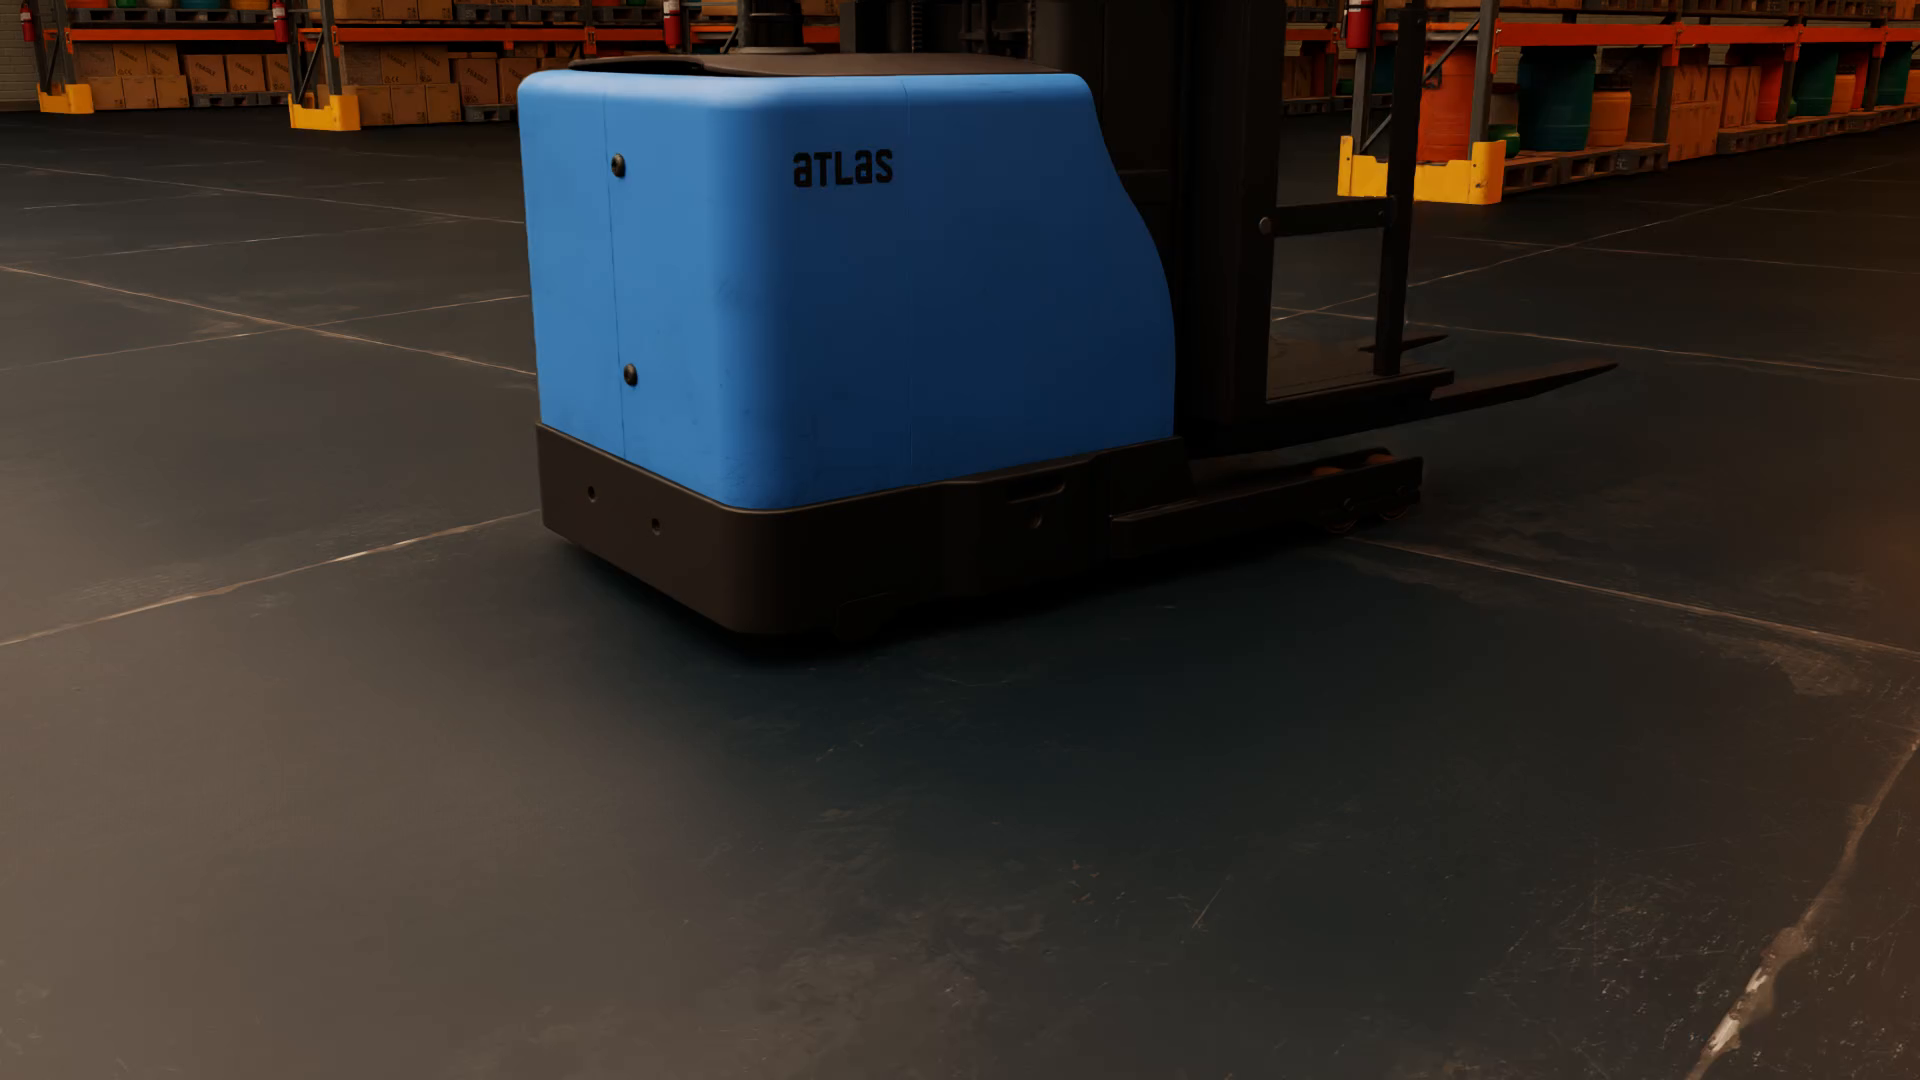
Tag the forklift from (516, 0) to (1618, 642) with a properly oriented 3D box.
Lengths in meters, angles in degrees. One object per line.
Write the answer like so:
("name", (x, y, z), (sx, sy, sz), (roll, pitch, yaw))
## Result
("forklift", (0.523, -1.526, 3.923), (3.031, 2.935, 1.130), (-12, 21, -35))
